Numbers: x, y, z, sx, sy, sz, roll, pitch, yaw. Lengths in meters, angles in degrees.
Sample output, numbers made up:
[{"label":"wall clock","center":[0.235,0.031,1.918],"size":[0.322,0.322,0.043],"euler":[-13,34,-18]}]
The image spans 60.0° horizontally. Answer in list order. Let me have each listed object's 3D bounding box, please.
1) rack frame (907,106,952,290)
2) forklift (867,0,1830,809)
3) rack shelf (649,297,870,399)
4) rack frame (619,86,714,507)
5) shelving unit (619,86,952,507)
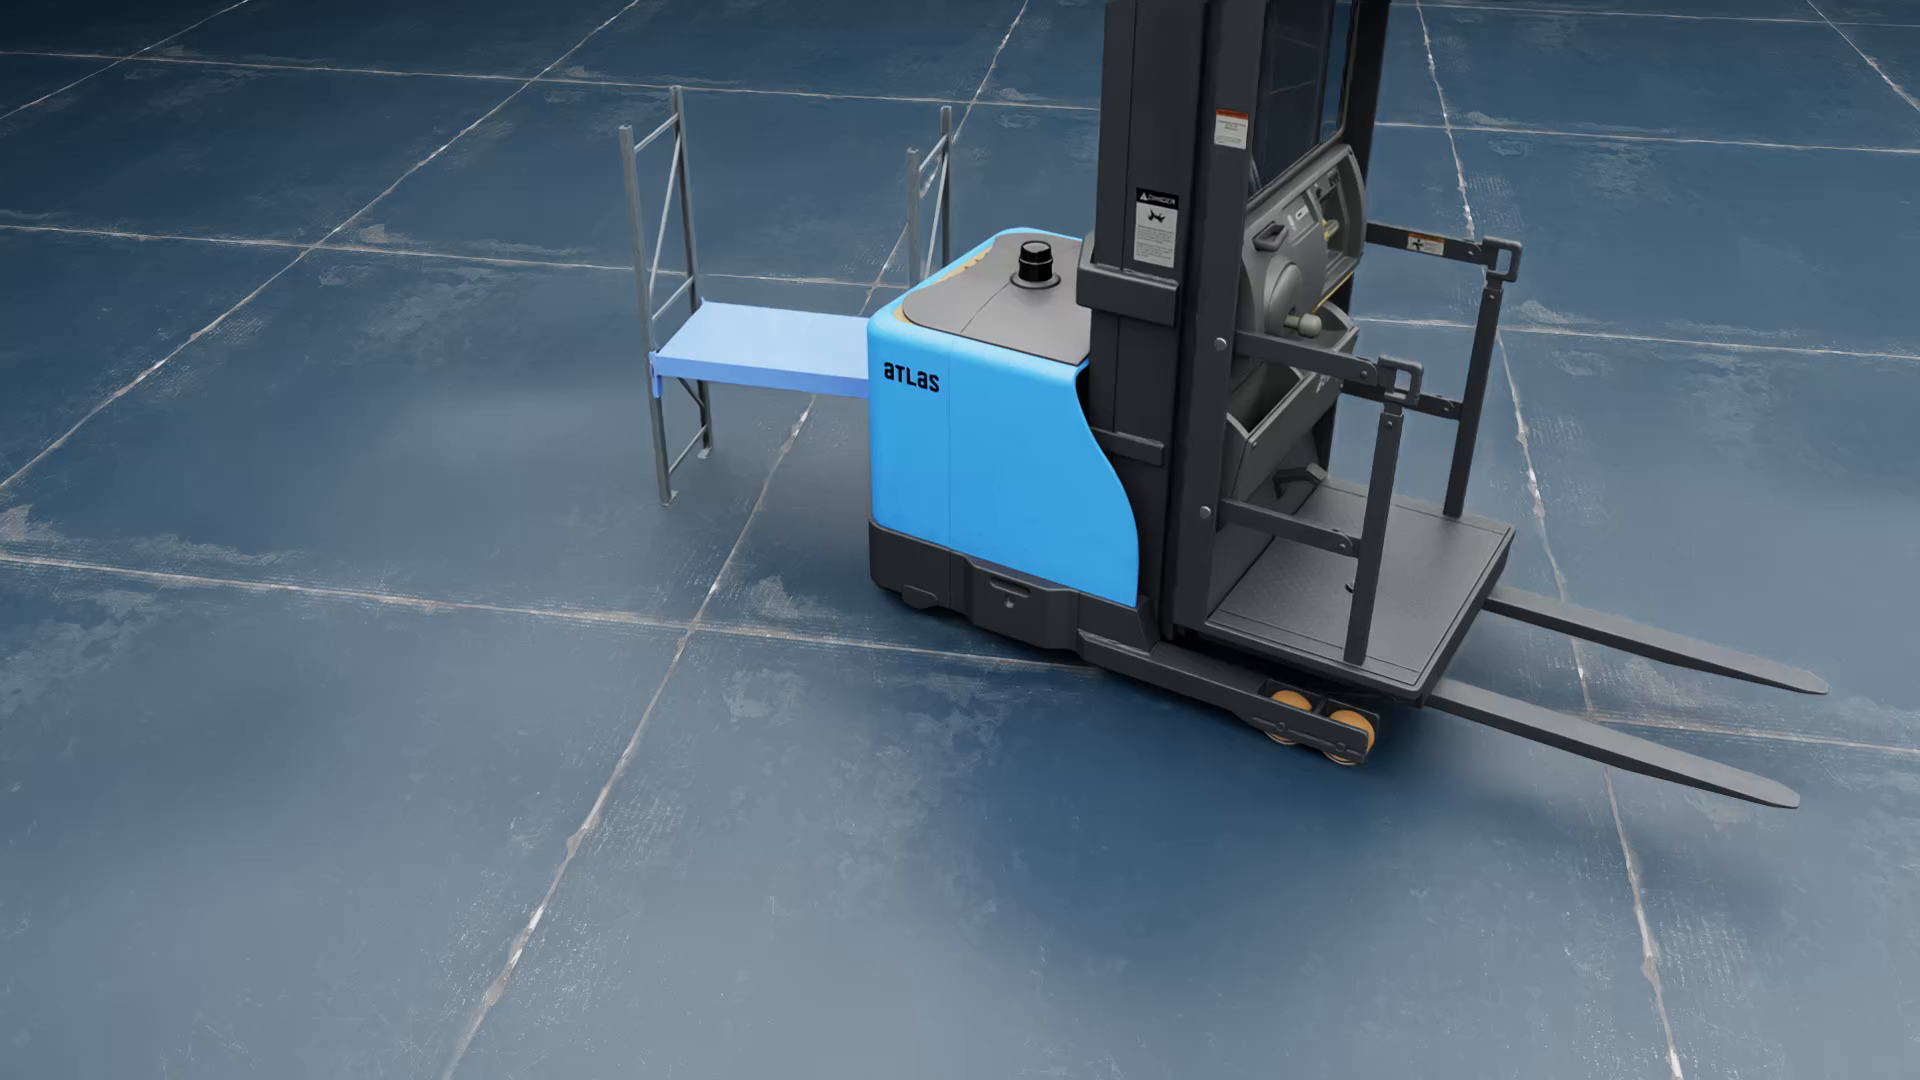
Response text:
[{"label":"rack frame","center":[-0.102,-0.767,6.062],"size":[0.032,1.500,0.500],"euler":[7,33,12]},{"label":"forklift","center":[1.209,-0.871,4.878],"size":[3.031,2.935,1.130],"euler":[18,36,26]},{"label":"rack shelf","center":[-0.596,-0.678,6.259],"size":[1.000,0.185,0.538],"euler":[7,33,12]},{"label":"rack frame","center":[-1.090,-0.895,6.266],"size":[0.032,1.500,0.500],"euler":[7,33,12]},{"label":"shelving unit","center":[-0.596,-0.831,6.164],"size":[1.048,1.500,0.538],"euler":[7,33,12]}]
